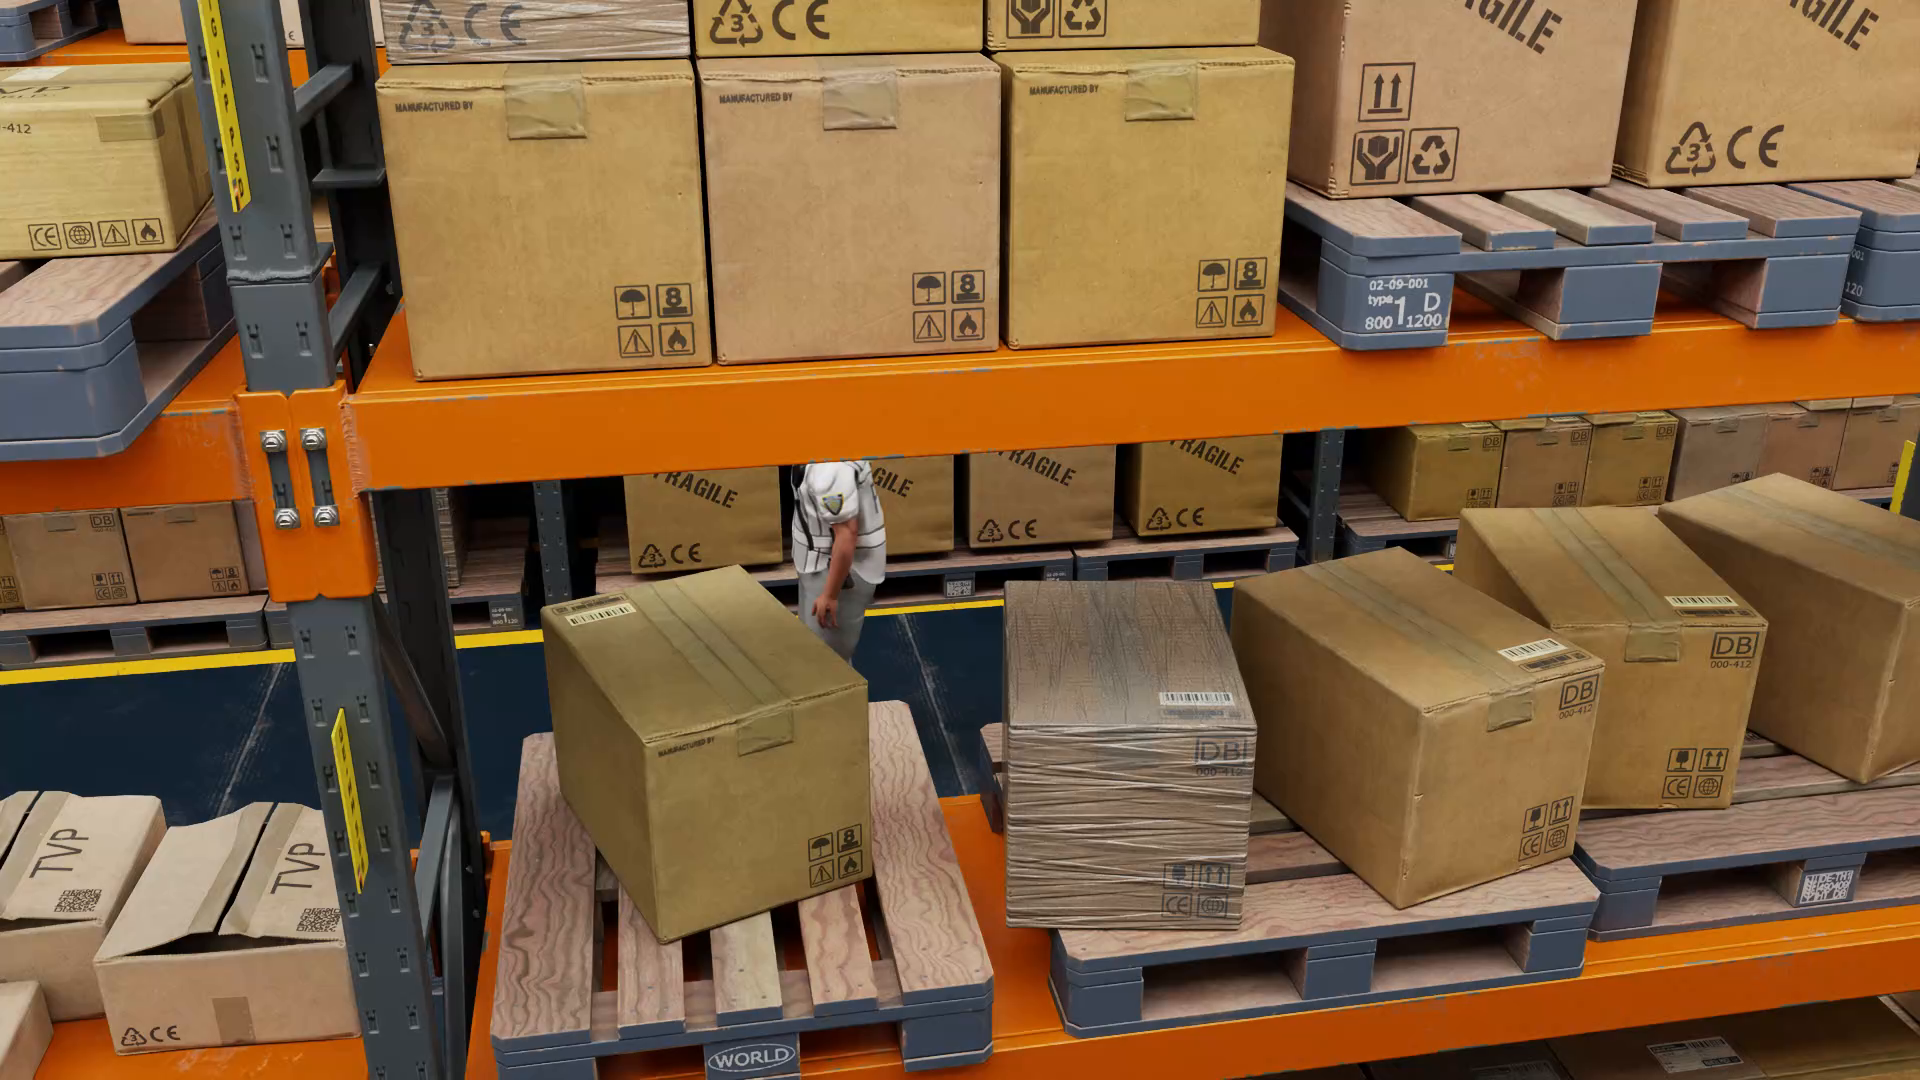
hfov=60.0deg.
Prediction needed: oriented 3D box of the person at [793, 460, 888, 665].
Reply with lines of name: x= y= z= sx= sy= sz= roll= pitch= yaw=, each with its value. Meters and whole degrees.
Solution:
person: x=-0.522 y=0.117 z=6.814 sx=0.438 sy=1.747 sz=0.584 roll=-5 pitch=24 yaw=-11
